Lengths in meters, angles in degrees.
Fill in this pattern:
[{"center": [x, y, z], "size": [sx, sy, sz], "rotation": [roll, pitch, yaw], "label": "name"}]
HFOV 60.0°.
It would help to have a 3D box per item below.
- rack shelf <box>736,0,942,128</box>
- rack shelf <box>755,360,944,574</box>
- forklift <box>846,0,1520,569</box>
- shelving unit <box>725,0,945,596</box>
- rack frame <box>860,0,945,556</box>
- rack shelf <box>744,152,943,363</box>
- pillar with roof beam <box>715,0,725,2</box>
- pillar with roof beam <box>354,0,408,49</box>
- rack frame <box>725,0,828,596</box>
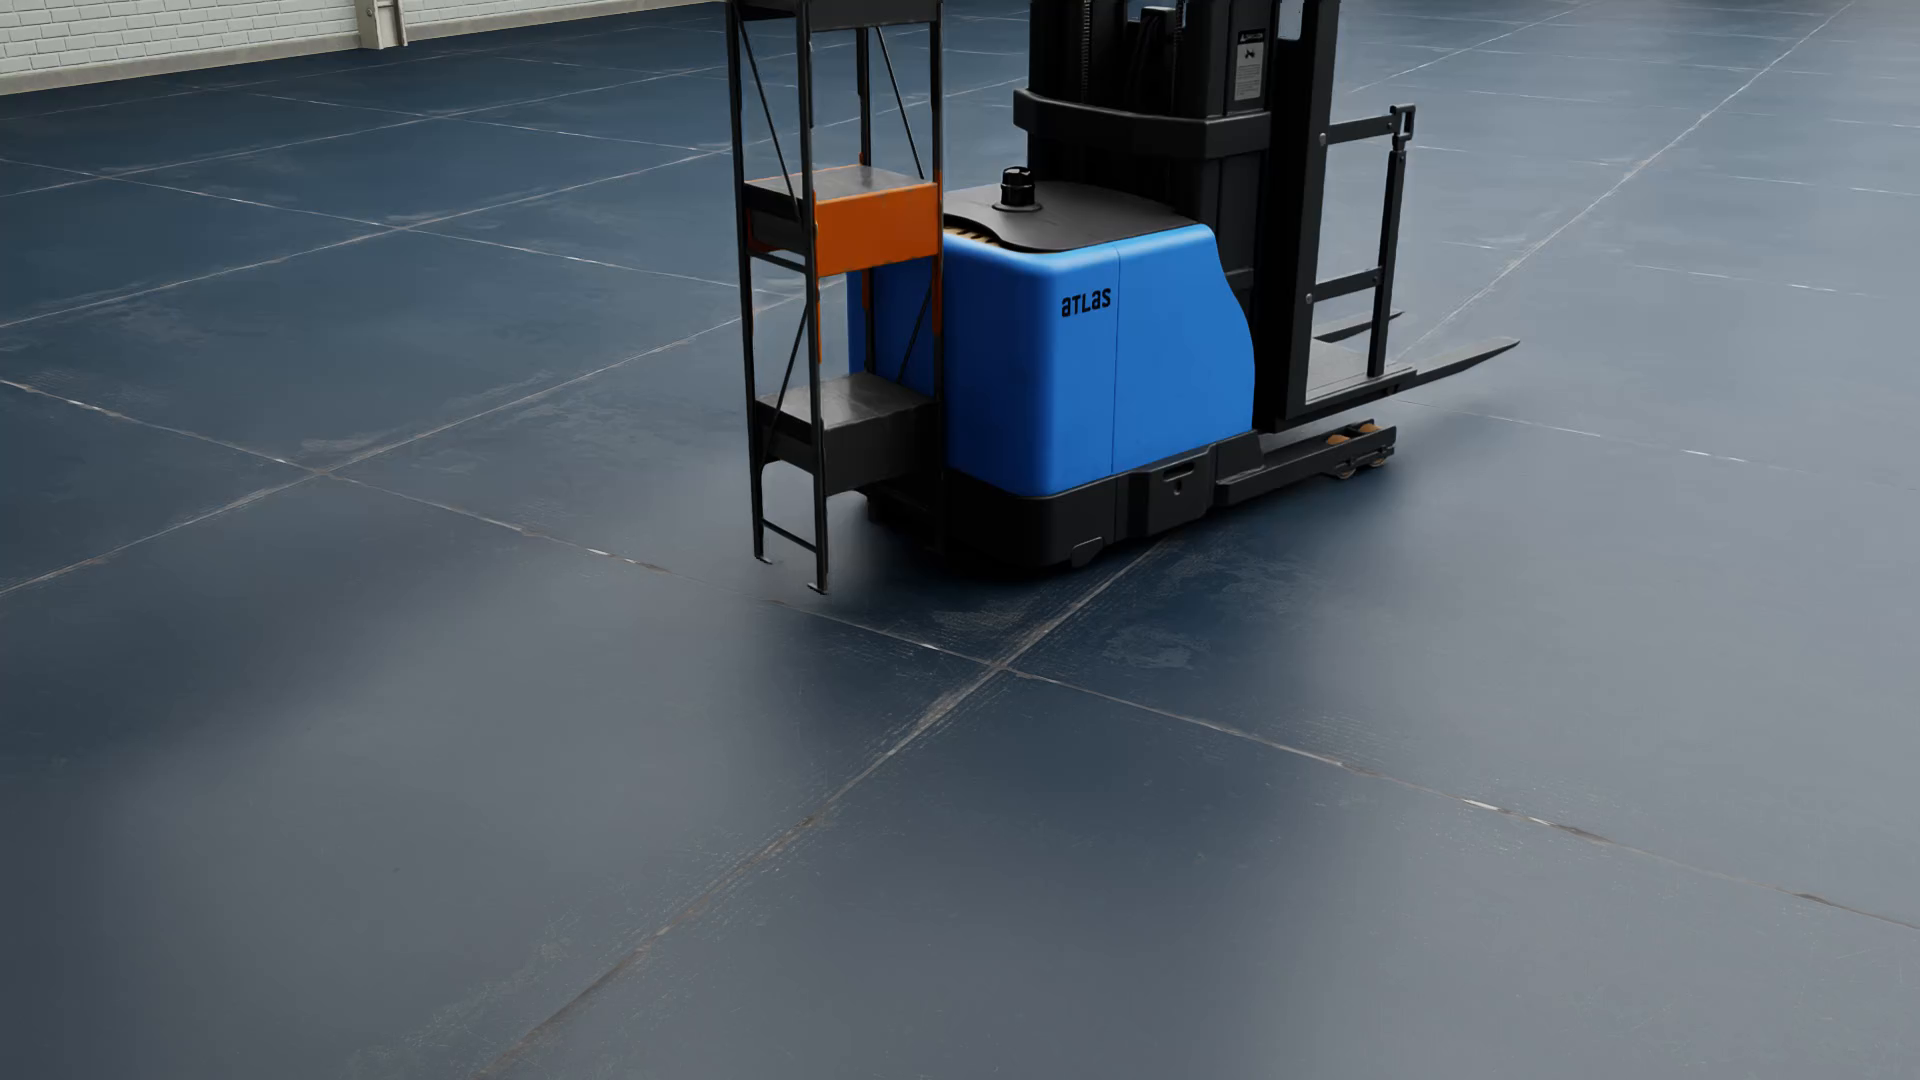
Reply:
[{"center": [-0.373, -1.538, 4.933], "size": [0.480, 0.518, 0.431], "rotation": [-18, 29, -36], "label": "rack shelf"}, {"center": [-0.373, -0.254, 5.489], "size": [0.480, 0.518, 0.431], "rotation": [-18, 29, -36], "label": "rack shelf"}, {"center": [1.047, -1.718, 6.029], "size": [3.031, 2.935, 1.130], "rotation": [-18, 29, -36], "label": "forklift"}, {"center": [-0.373, -0.909, 5.206], "size": [0.503, 2.100, 0.431], "rotation": [-18, 29, -36], "label": "shelving unit"}, {"center": [-0.186, -0.971, 5.350], "size": [0.015, 2.100, 0.400], "rotation": [-18, 29, -36], "label": "rack frame"}, {"center": [-0.373, -0.896, 5.211], "size": [0.480, 0.518, 0.431], "rotation": [-18, 29, -36], "label": "rack shelf"}, {"center": [0.490, -10.680, 19.094], "size": [9.100, 9.000, 0.400], "rotation": [14, 27, 29], "label": "pillar with roof beam"}, {"center": [-2.675, -8.655, 14.416], "size": [9.100, 9.000, 0.400], "rotation": [14, 27, 29], "label": "pillar with roof beam"}, {"center": [-0.560, -0.846, 5.062], "size": [0.015, 2.100, 0.400], "rotation": [-18, 29, -36], "label": "rack frame"}]
